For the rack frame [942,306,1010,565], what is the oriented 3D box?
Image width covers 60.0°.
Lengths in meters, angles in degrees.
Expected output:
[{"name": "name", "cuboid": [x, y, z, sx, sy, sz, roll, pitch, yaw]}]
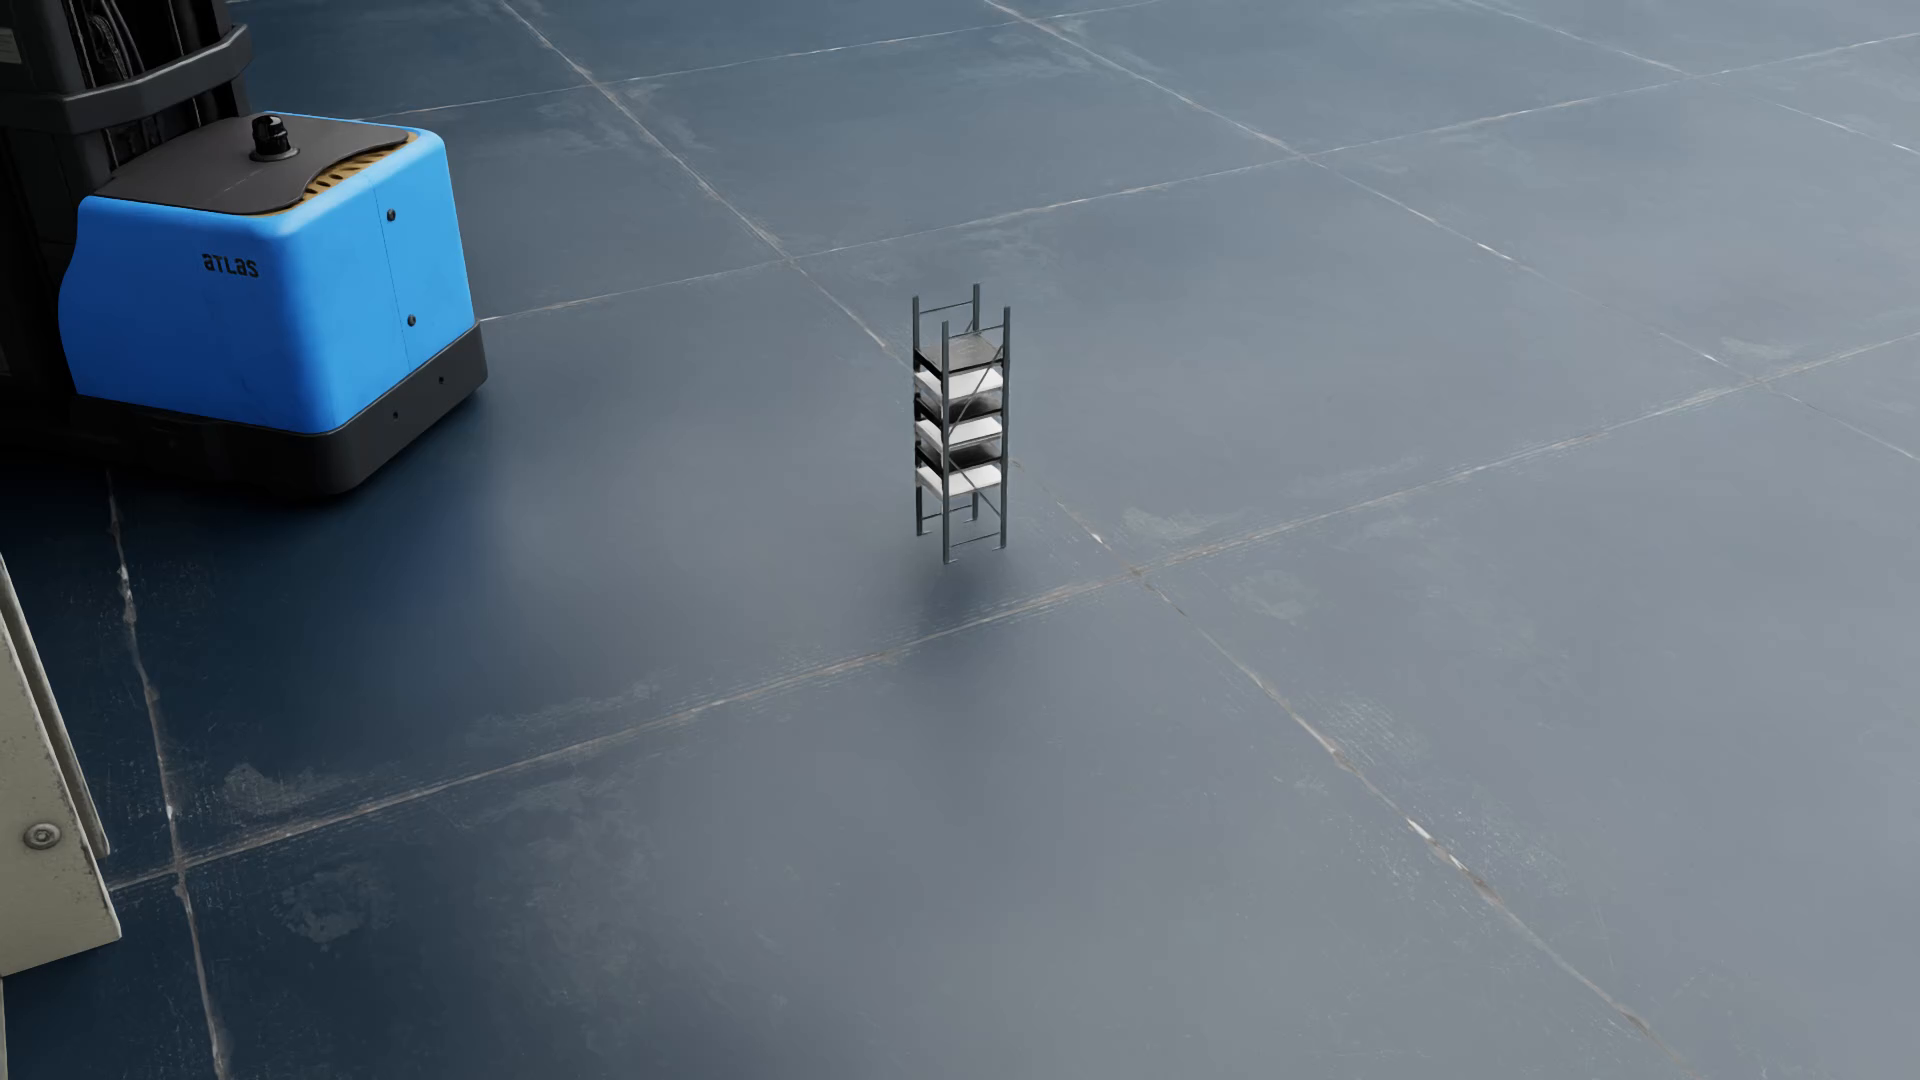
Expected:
[{"name": "rack frame", "cuboid": [0.051, -0.327, 5.425, 0.240, 0.900, 0.006, -16, 36, -23]}]

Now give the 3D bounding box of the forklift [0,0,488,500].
[{"name": "forklift", "cuboid": [-3.455, -1.835, 5.898, 3.031, 2.935, 1.130, 10, 34, 15]}]

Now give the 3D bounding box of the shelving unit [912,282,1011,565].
[{"name": "shelving unit", "cuboid": [0.004, -0.375, 5.501, 0.258, 0.900, 0.210, -16, 36, -23]}]

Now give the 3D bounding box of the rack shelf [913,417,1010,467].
[{"name": "rack shelf", "cuboid": [0.004, -0.347, 5.519, 0.258, 0.077, 0.200, -16, 36, -23]}]

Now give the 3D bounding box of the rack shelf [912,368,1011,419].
[{"name": "rack shelf", "cuboid": [0.004, -0.499, 5.422, 0.258, 0.077, 0.200, -16, 36, -23]}]

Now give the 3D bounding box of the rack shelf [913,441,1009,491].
[{"name": "rack shelf", "cuboid": [0.004, -0.271, 5.568, 0.258, 0.077, 0.200, -16, 36, -23]}]

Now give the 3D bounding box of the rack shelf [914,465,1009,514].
[{"name": "rack shelf", "cuboid": [0.004, -0.195, 5.616, 0.258, 0.077, 0.200, -16, 36, -23]}]

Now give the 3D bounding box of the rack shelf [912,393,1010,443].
[{"name": "rack shelf", "cuboid": [0.004, -0.423, 5.471, 0.258, 0.077, 0.200, -16, 36, -23]}]

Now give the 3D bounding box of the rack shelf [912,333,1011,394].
[{"name": "rack shelf", "cuboid": [0.004, -0.574, 5.374, 0.258, 0.077, 0.200, -16, 36, -23]}]

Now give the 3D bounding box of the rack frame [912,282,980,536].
[{"name": "rack frame", "cuboid": [-0.044, -0.424, 5.577, 0.240, 0.900, 0.006, -16, 36, -23]}]
